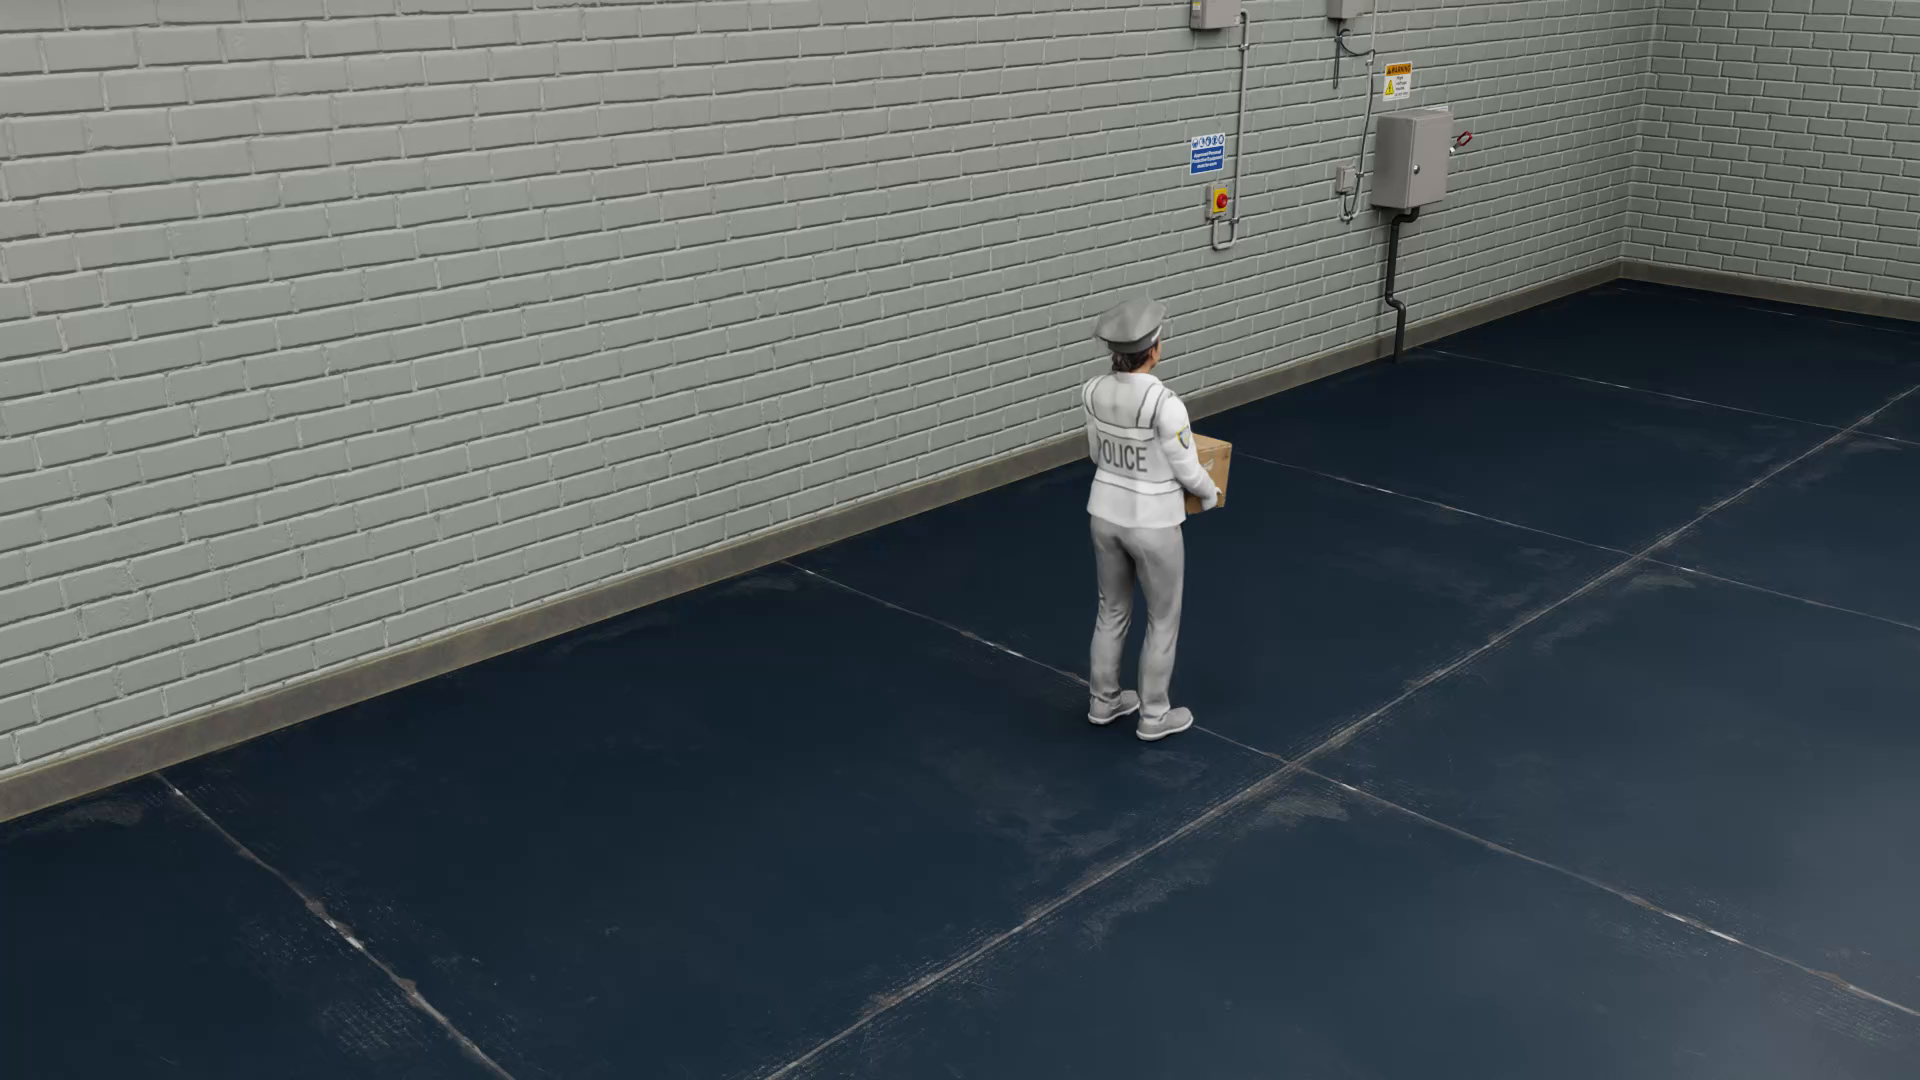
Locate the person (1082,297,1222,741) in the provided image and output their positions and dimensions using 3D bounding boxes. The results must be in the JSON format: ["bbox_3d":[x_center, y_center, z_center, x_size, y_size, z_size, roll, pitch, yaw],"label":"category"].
[{"bbox_3d":[0.713,-0.083,6.254,0.479,1.692,0.529,19,28,41],"label":"person"}]
